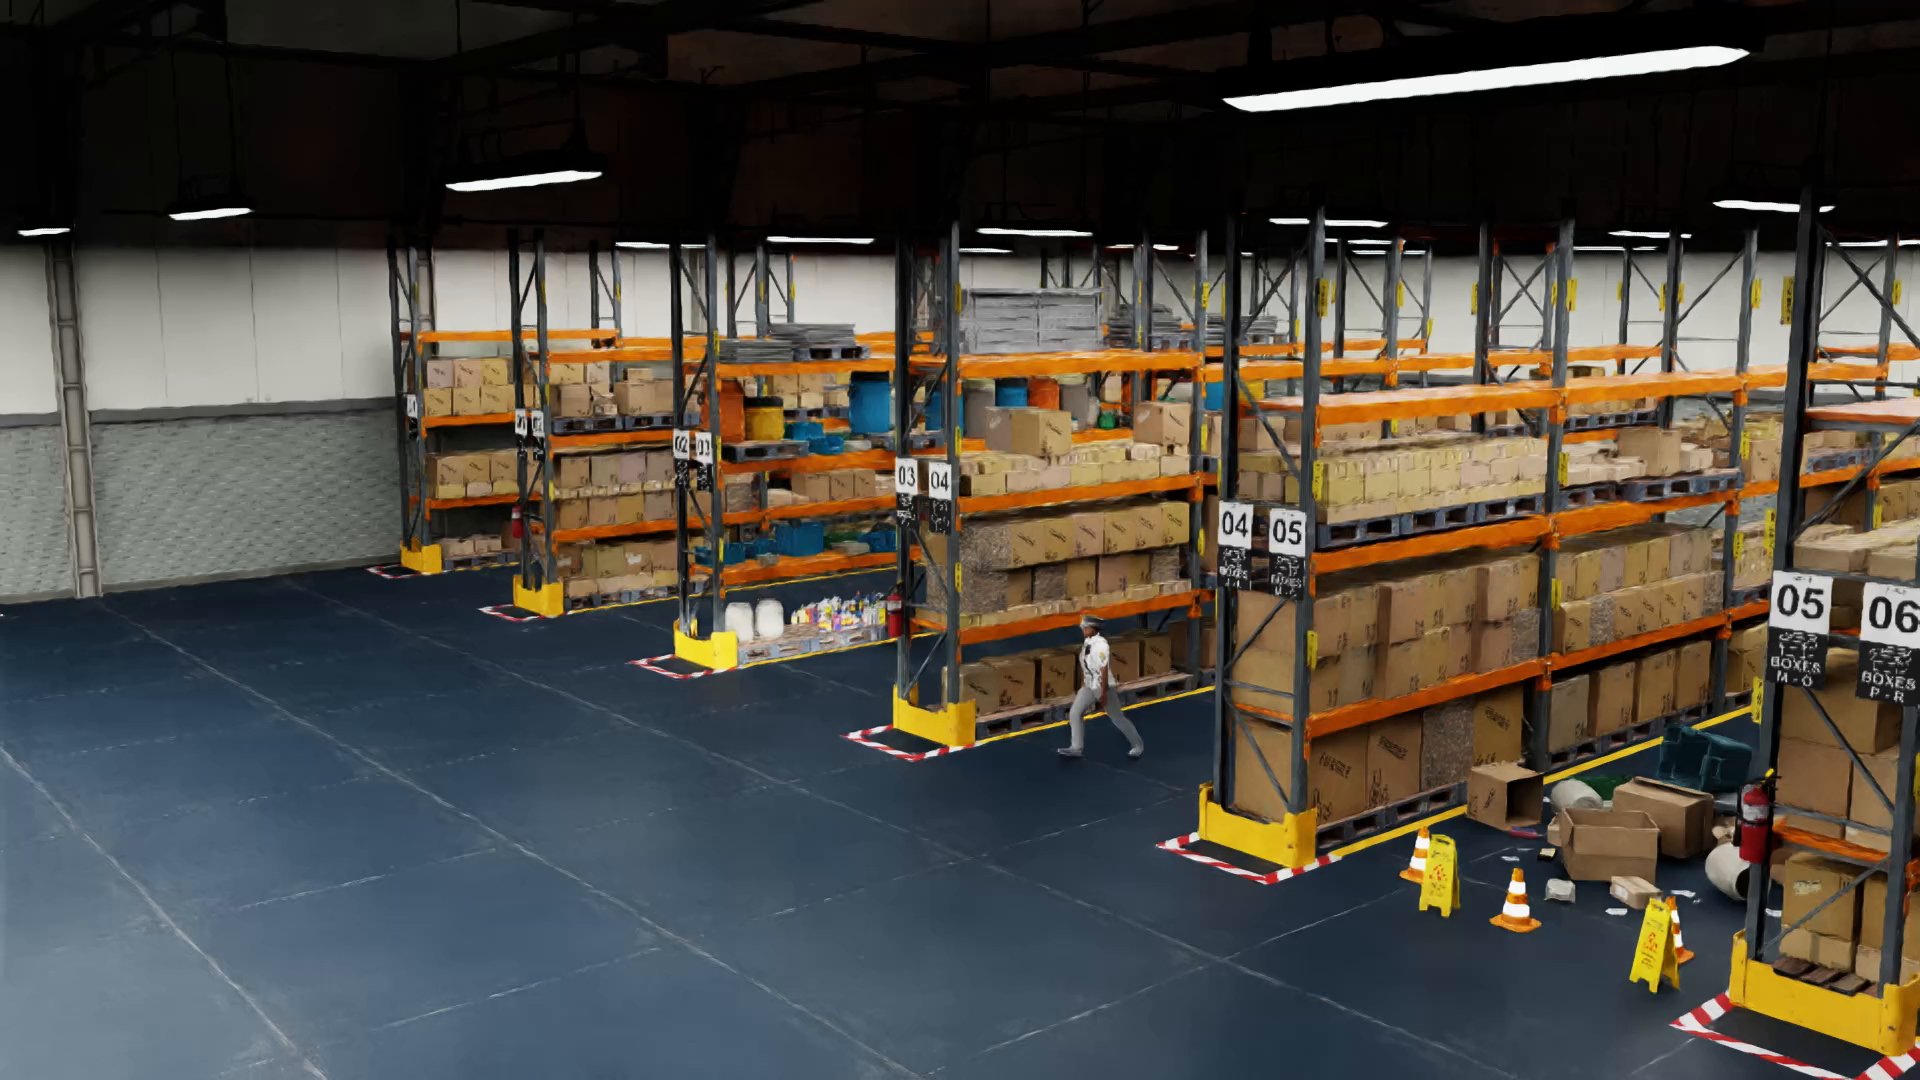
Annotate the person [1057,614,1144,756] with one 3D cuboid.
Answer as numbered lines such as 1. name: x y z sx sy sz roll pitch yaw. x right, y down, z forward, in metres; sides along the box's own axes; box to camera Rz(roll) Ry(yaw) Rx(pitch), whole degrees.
1. person: 1.552 1.590 18.164 0.913 1.610 0.505 -3 9 -19
